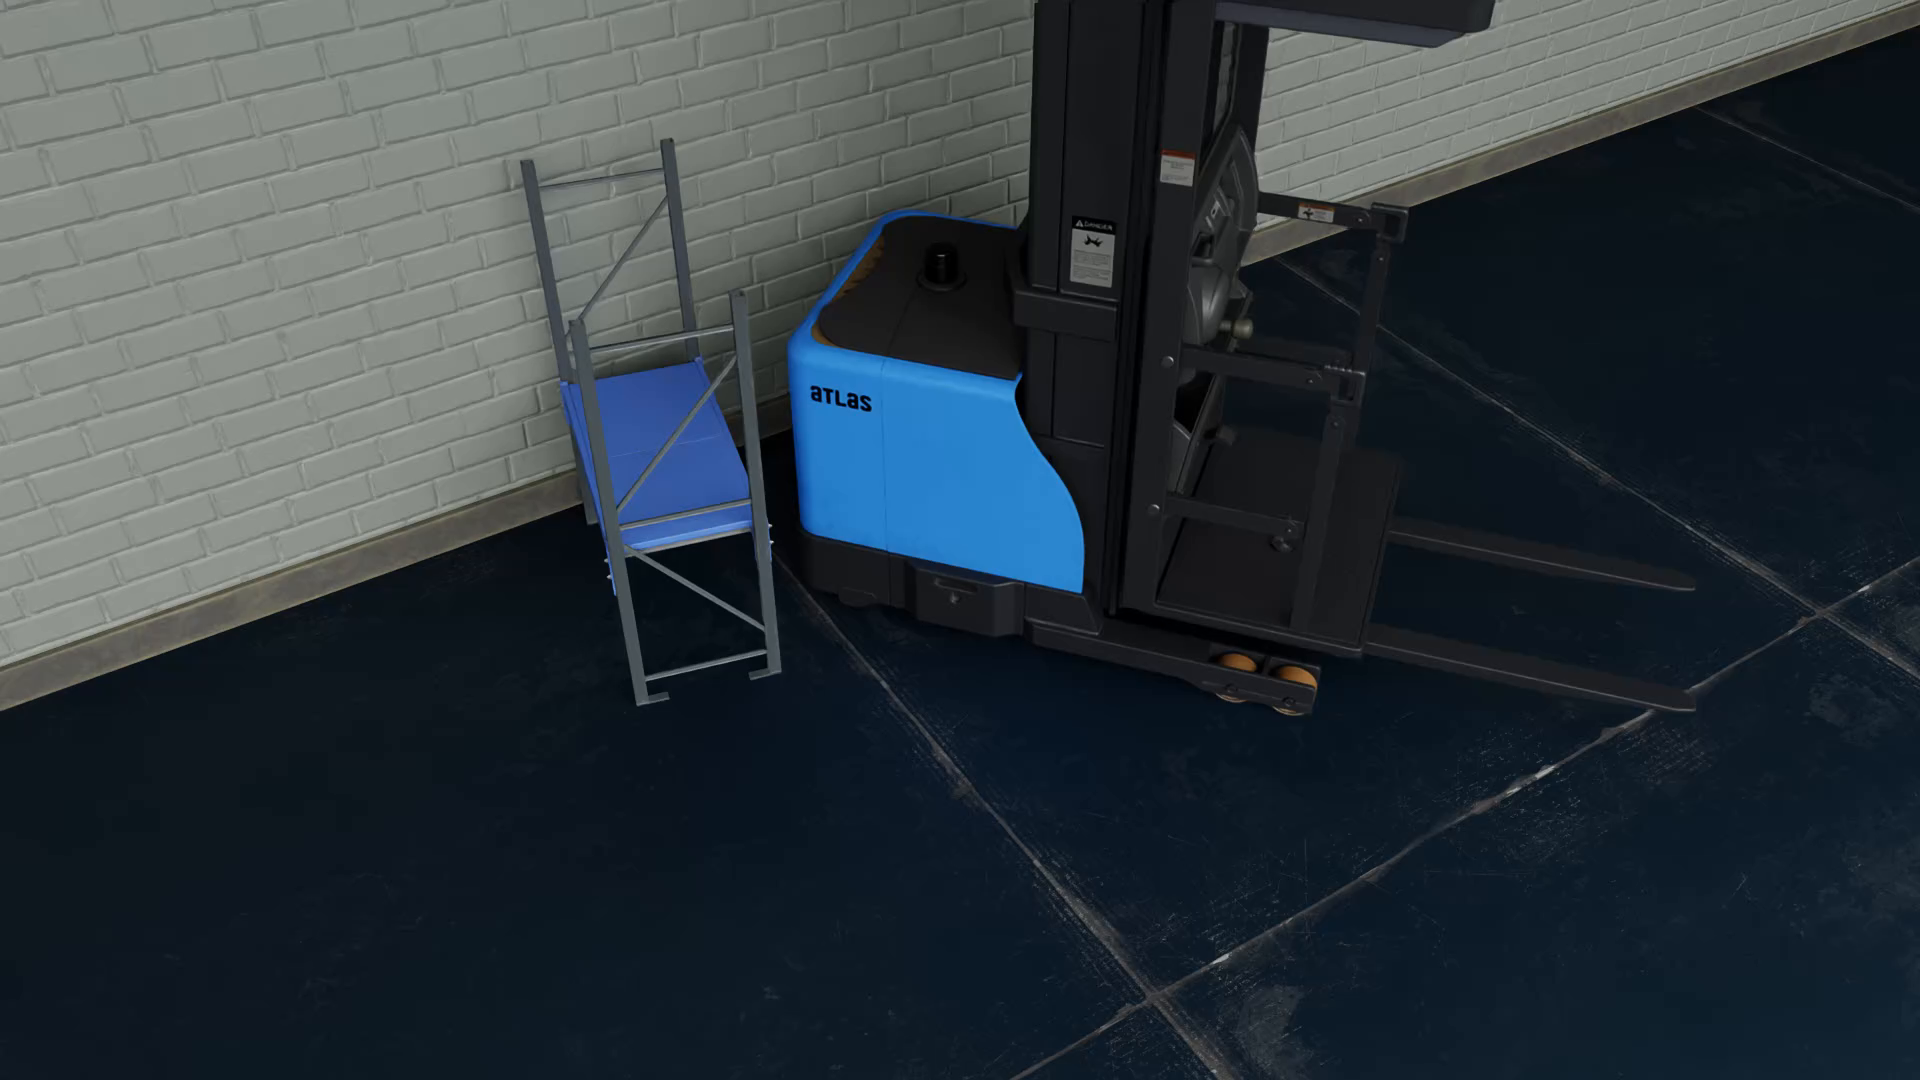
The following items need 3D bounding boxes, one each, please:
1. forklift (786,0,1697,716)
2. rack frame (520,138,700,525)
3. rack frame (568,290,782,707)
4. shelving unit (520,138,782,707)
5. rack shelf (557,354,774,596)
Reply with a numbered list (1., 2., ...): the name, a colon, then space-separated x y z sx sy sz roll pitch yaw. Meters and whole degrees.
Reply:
1. forklift: 0.997 -0.925 5.070 3.031 2.935 1.130 12 41 14
2. rack frame: -1.183 -0.694 5.911 0.500 1.500 0.032 -12 41 -14
3. rack frame: -0.853 -0.078 5.172 0.500 1.500 0.032 -12 41 -14
4. shelving unit: -1.018 -0.386 5.542 0.538 1.500 1.048 -12 41 -14
5. rack shelf: -1.018 -0.248 5.657 0.538 0.185 1.000 -12 41 -14
